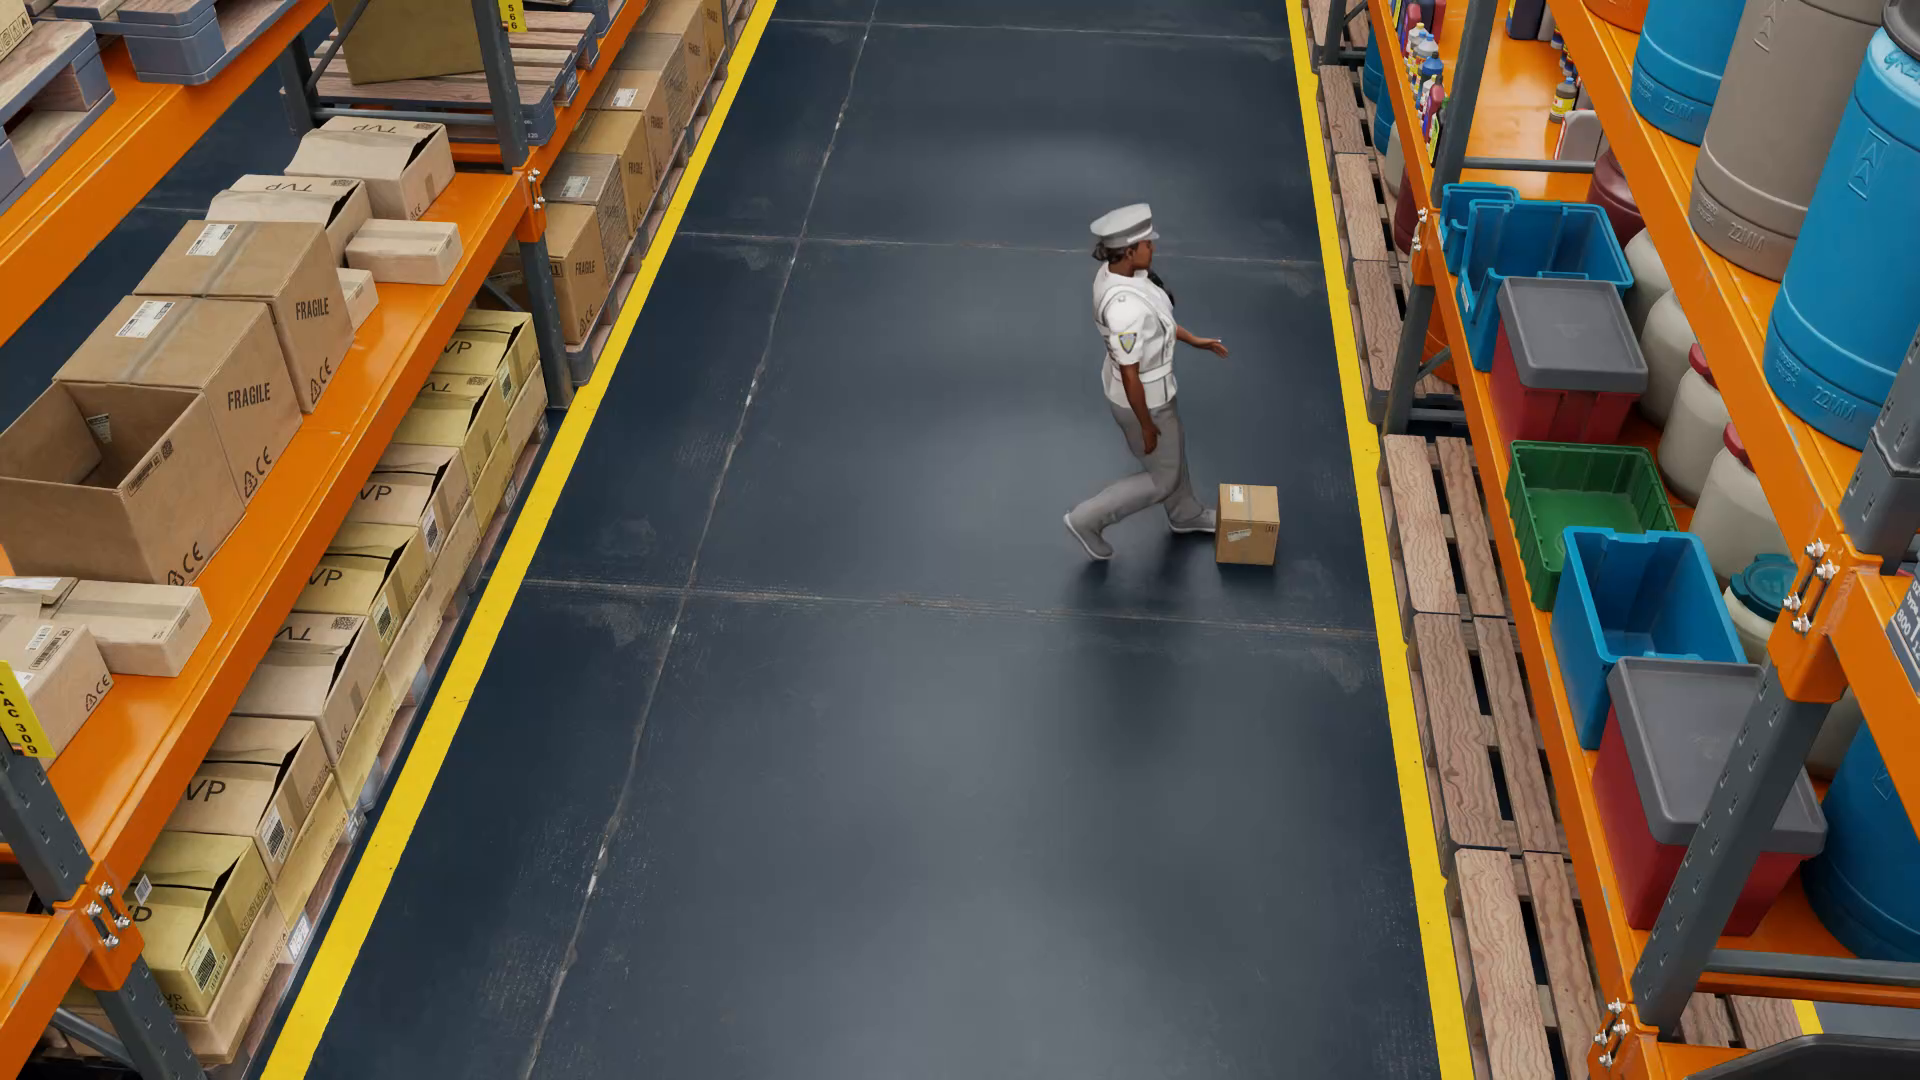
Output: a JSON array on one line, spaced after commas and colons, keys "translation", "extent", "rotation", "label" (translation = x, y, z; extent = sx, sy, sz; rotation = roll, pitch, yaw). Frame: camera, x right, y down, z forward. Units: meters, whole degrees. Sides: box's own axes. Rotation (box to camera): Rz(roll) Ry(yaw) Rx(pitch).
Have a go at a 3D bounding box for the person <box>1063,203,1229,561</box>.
[{"translation": [0.839, -0.633, 6.901], "extent": [0.789, 1.624, 0.525], "rotation": [-1, 40, -1], "label": "person"}]
